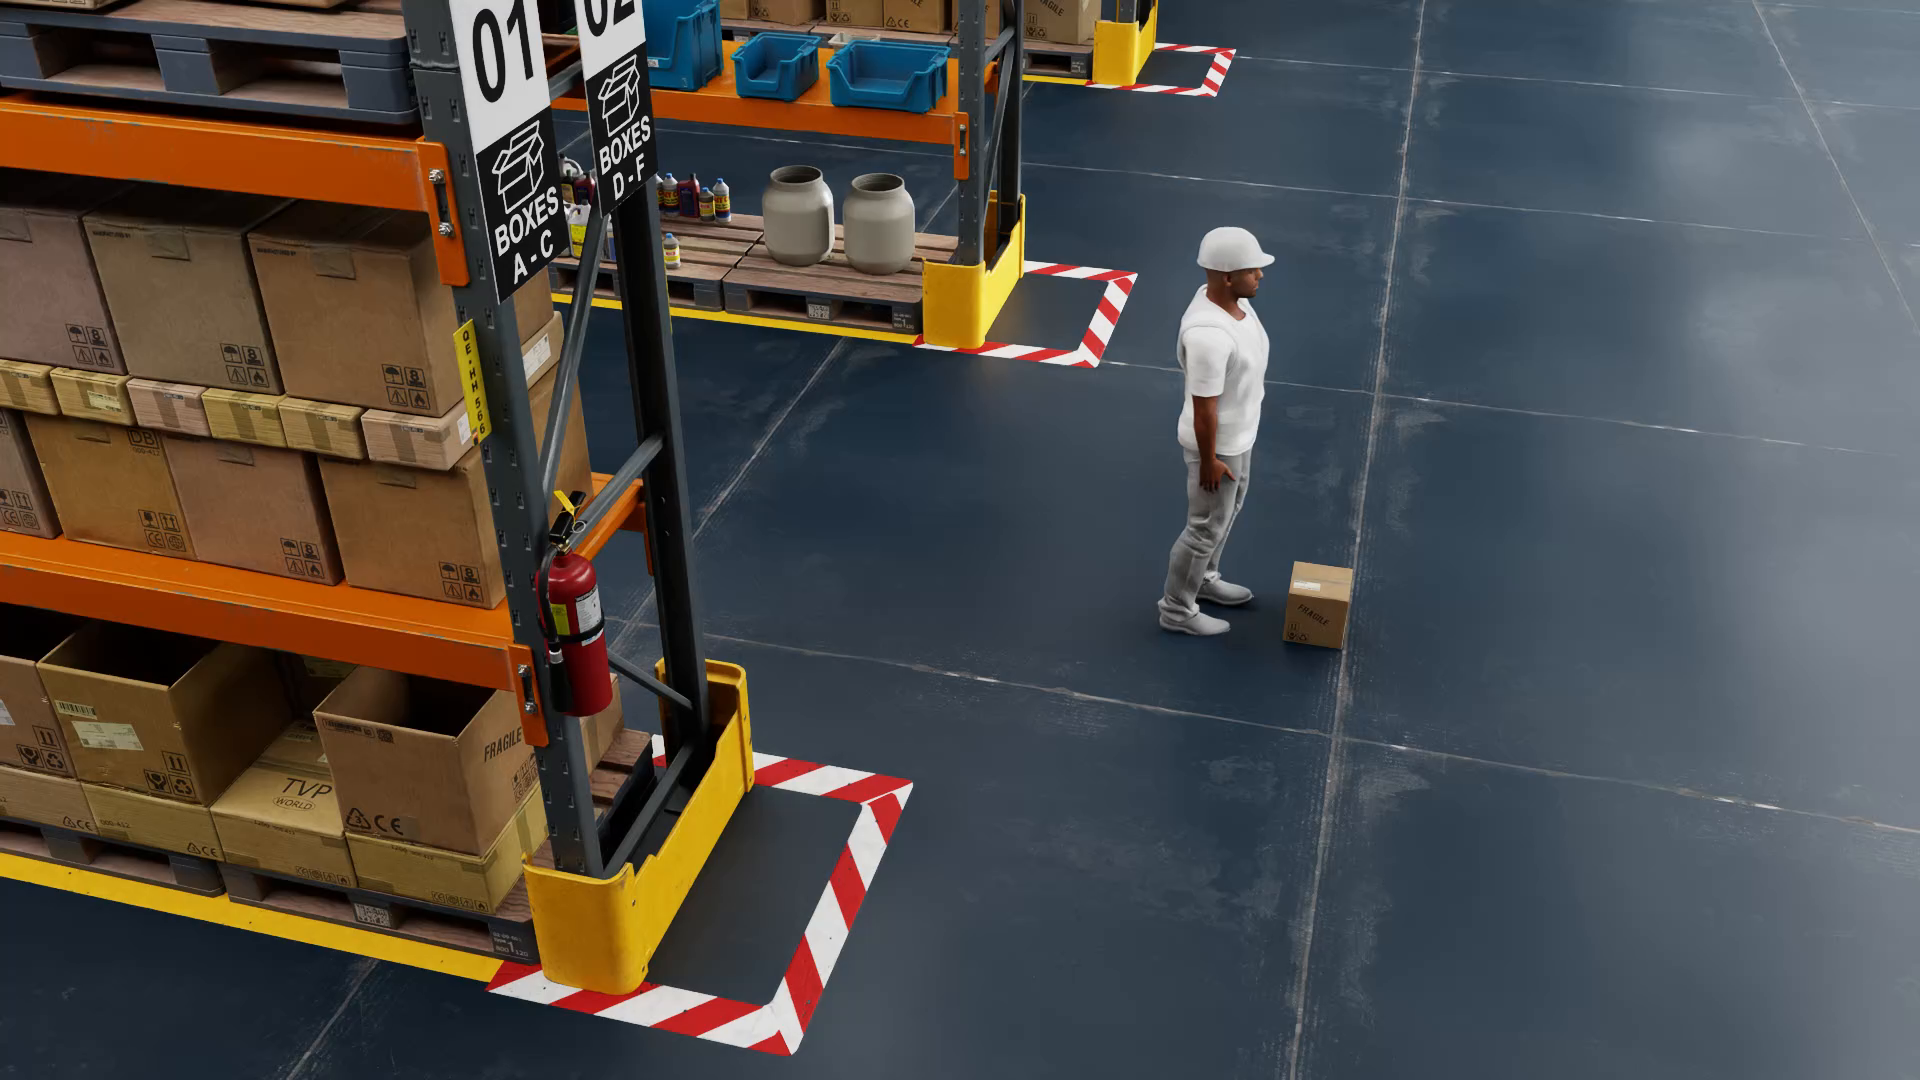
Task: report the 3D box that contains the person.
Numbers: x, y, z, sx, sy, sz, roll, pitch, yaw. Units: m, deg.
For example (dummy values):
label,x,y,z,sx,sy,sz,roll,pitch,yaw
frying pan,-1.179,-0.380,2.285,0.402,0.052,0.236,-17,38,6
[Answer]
label,x,y,z,sx,sy,sz,roll,pitch,yaw
person,1.069,-0.428,6.807,0.383,1.781,0.563,9,34,14
